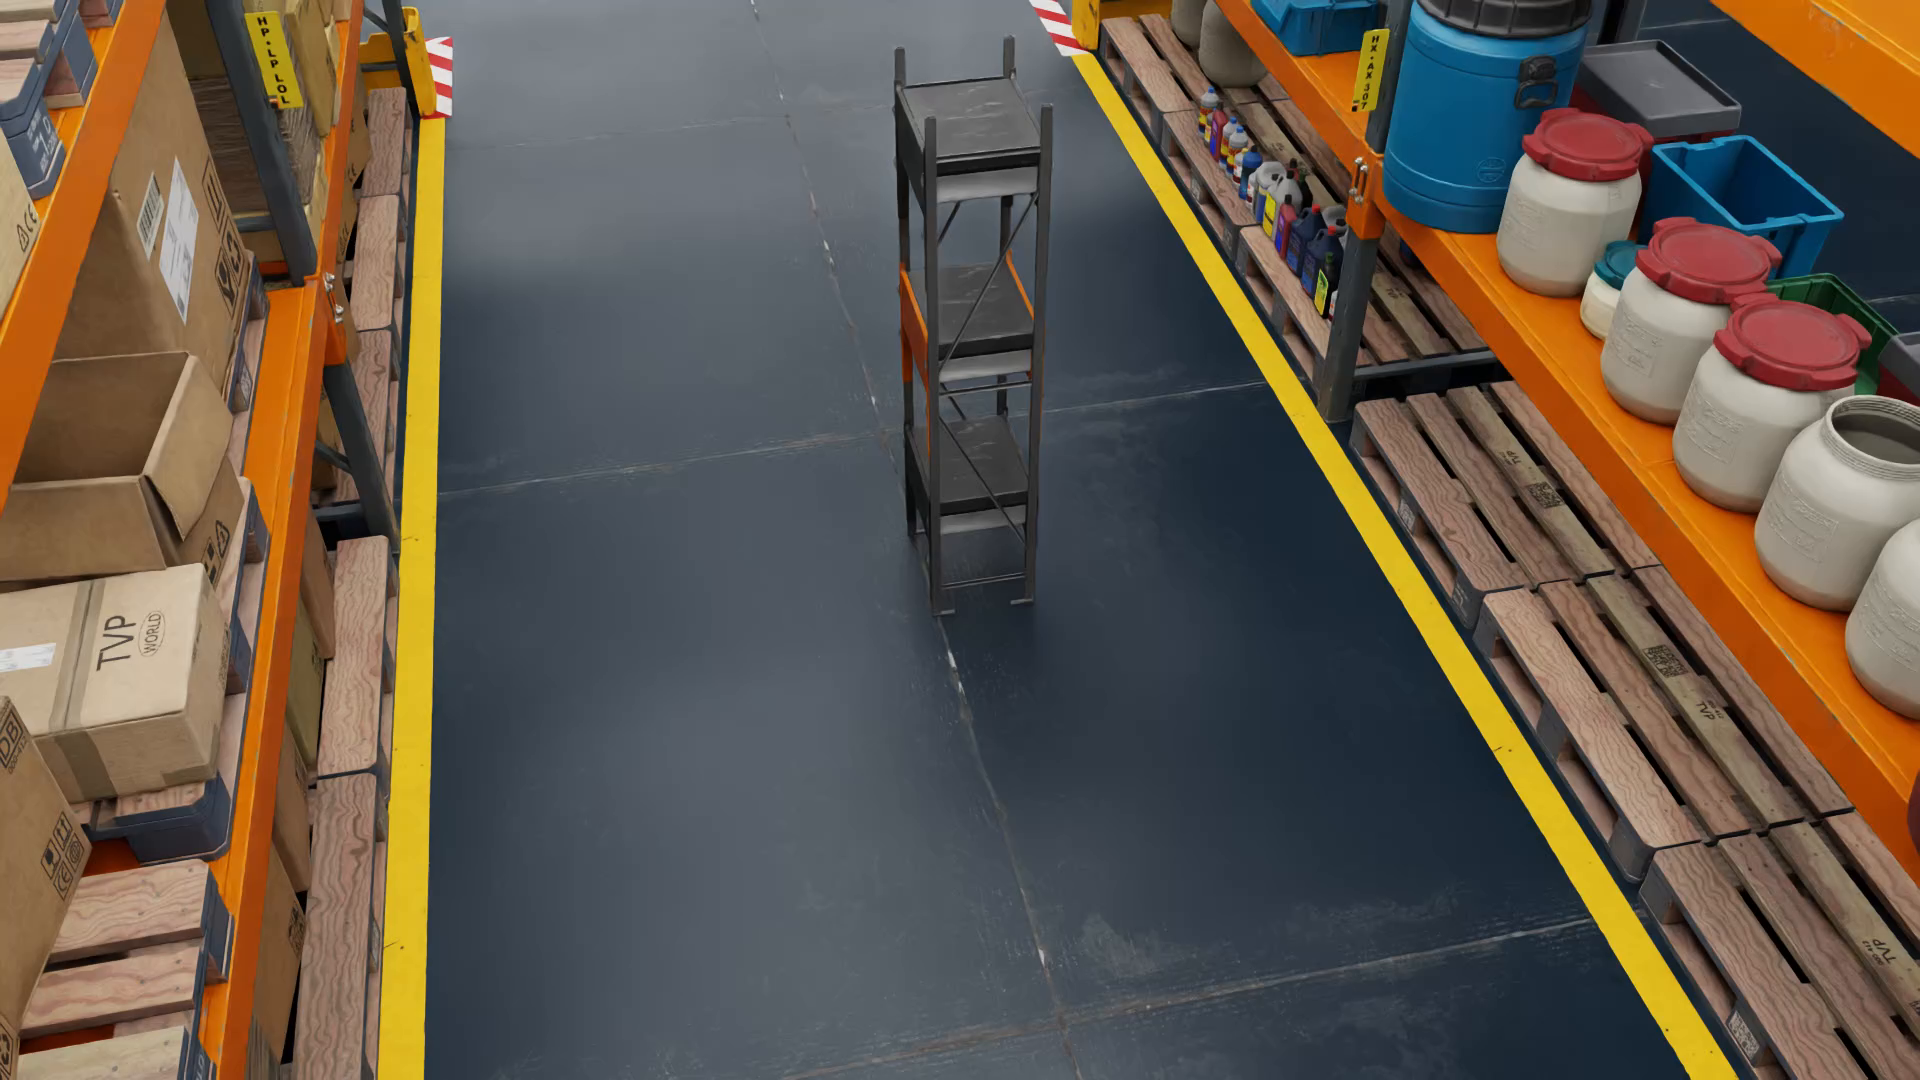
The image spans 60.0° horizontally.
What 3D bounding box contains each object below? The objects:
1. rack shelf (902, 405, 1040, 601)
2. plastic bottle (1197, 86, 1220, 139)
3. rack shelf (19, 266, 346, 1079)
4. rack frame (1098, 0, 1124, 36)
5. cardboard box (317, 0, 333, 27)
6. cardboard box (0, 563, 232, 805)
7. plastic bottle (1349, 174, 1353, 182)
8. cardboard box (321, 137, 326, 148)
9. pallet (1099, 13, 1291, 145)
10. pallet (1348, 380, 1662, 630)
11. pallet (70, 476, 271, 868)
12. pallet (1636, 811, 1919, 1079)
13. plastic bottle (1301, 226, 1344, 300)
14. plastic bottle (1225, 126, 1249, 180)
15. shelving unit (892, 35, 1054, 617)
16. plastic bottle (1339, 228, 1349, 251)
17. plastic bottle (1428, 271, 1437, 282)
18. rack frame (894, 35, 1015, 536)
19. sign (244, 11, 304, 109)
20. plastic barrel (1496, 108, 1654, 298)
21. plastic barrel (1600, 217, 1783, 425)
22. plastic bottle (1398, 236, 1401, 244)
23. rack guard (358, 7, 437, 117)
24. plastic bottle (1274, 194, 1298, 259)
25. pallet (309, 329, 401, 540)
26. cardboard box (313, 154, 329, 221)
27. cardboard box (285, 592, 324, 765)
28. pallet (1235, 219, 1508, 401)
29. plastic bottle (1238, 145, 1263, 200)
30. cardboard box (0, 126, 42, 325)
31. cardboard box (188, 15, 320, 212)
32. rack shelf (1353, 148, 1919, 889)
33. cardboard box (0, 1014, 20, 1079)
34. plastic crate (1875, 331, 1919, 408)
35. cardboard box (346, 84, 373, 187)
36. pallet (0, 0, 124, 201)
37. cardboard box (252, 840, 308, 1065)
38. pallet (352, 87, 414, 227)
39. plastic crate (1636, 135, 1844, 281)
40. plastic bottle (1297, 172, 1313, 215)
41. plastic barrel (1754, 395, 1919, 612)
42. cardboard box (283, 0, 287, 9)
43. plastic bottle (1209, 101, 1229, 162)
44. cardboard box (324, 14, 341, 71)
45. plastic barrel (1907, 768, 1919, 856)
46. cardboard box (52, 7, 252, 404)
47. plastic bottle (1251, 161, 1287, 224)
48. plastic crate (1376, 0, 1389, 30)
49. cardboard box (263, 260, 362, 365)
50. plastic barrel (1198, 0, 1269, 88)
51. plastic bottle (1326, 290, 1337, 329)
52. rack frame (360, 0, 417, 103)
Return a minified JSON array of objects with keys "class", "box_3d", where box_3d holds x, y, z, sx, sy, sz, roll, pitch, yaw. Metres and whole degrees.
[{"class":"rack shelf","box_3d":[0.036,-0.144,6.406,0.431,0.518,0.480,-8,42,-9]},{"class":"plastic bottle","box_3d":[1.311,-2.255,8.754,0.097,0.271,0.097,0,42,0]},{"class":"rack shelf","box_3d":[-2.317,0.538,4.427,1.077,0.370,4.000,-8,42,-9]},{"class":"rack frame","box_3d":[1.224,-4.330,9.369,1.000,3.000,0.127,-8,42,-9]},{"class":"cardboard box","box_3d":[-3.133,-2.446,6.947,0.875,0.500,0.500,-8,42,-9]},{"class":"cardboard box","box_3d":[-2.023,0.345,3.899,0.500,0.250,0.500,-9,42,-10]},{"class":"plastic bottle","box_3d":[2.037,-1.911,8.420,0.097,0.201,0.097,0,42,0]},{"class":"cardboard box","box_3d":[-2.687,-1.599,6.481,0.380,0.149,0.250,-8,42,-9]},{"class":"pallet","box_3d":[1.456,-2.718,9.653,1.003,0.211,1.213,-8,42,-9]},{"class":"pallet","box_3d":[2.295,-0.191,6.806,1.003,0.211,1.213,-8,42,-9]},{"class":"pallet","box_3d":[-2.353,0.359,4.230,1.003,0.211,1.213,-8,42,-9]},{"class":"pallet","box_3d":[2.821,1.390,5.025,1.003,0.211,1.213,-8,42,-9]},{"class":"plastic bottle","box_3d":[1.667,-1.288,7.605,0.144,0.351,0.185,-9,42,-10]},{"class":"plastic bottle","box_3d":[1.406,-1.968,8.431,0.097,0.271,0.097,0,42,0]},{"class":"shelving unit","box_3d":[0.036,-0.678,5.932,0.431,2.100,0.503,-8,42,-9]},{"class":"plastic bottle","box_3d":[1.808,-1.308,7.628,0.144,0.351,0.185,-8,42,-9]},{"class":"plastic bottle","box_3d":[2.246,-1.346,7.721,0.061,0.283,0.133,-8,42,-9]},{"class":"rack frame","box_3d":[-0.017,-0.836,6.110,0.400,2.100,0.015,-8,42,-9]},{"class":"sign","box_3d":[-2.208,-1.543,5.356,0.100,0.325,0.005,-8,42,-9]},{"class":"plastic barrel","box_3d":[2.080,-1.137,5.669,0.433,0.535,0.433,0,42,0]},{"class":"plastic barrel","box_3d":[2.238,-0.661,5.133,0.433,0.535,0.433,0,42,0]},{"class":"plastic bottle","box_3d":[2.169,-1.541,7.950,0.097,0.271,0.097,0,42,0]},{"class":"rack guard","box_3d":[-3.596,-2.637,9.344,1.175,0.500,0.348,-8,42,-9]},{"class":"plastic bottle","box_3d":[1.549,-1.486,7.880,0.061,0.283,0.133,-6,42,-6]},{"class":"pallet","box_3d":[-2.928,-0.415,7.059,1.003,0.211,1.213,-8,42,-9]},{"class":"cardboard box","box_3d":[-2.543,-1.280,6.122,0.380,0.149,0.250,-8,42,-9]},{"class":"cardboard box","box_3d":[-2.553,0.455,5.529,0.700,0.500,0.500,-9,42,-10]},{"class":"pallet","box_3d":[1.983,-1.136,7.871,1.003,0.211,1.213,-8,42,-9]},{"class":"plastic bottle","box_3d":[1.450,-1.836,8.283,0.097,0.271,0.097,0,42,0]},{"class":"cardboard box","box_3d":[-1.969,-0.507,2.915,0.500,0.250,0.500,-7,42,-8]},{"class":"cardboard box","box_3d":[-2.786,-1.477,5.855,0.875,0.500,0.500,-8,42,-9]},{"class":"rack shelf","box_3d":[2.519,-0.172,5.226,1.077,0.370,4.000,-8,42,-9]},{"class":"cardboard box","box_3d":[-2.041,1.026,2.943,0.500,0.500,0.500,-13,43,-15]},{"class":"plastic crate","box_3d":[2.901,-0.260,4.735,0.402,0.464,0.583,-8,42,-9]},{"class":"cardboard box","box_3d":[-3.331,-2.053,8.370,0.500,0.500,0.500,2,42,2]},{"class":"pallet","box_3d":[-2.493,-0.992,3.490,1.213,0.211,1.003,-8,42,-9]},{"class":"cardboard box","box_3d":[-2.311,1.180,4.713,0.700,0.500,0.500,-5,42,-6]},{"class":"pallet","box_3d":[-3.455,-1.997,8.841,1.003,0.211,1.213,-8,42,-9]},{"class":"plastic crate","box_3d":[2.629,-1.061,5.698,0.392,0.384,0.575,-8,42,-9]},{"class":"plastic bottle","box_3d":[1.650,-1.628,8.039,0.061,0.283,0.133,-8,42,-9]},{"class":"plastic barrel","box_3d":[2.429,-0.096,4.514,0.421,0.512,0.421,0,42,0]},{"class":"cardboard box","box_3d":[-2.707,-2.202,5.919,0.500,0.500,0.500,-8,42,-9]},{"class":"plastic bottle","box_3d":[1.342,-2.110,8.582,0.061,0.283,0.133,-8,42,-9]},{"class":"cardboard box","box_3d":[-2.839,-2.087,7.031,0.380,0.149,0.250,-8,42,-9]},{"class":"plastic barrel","box_3d":[2.555,0.547,3.772,0.600,0.536,0.708,-8,42,-9]},{"class":"cardboard box","box_3d":[-2.714,-0.874,4.707,1.000,1.000,1.000,-8,42,-9]},{"class":"plastic bottle","box_3d":[1.524,-1.699,8.125,0.152,0.276,0.135,-8,42,-8]},{"class":"plastic crate","box_3d":[2.098,-2.072,6.871,0.767,0.338,0.504,-8,42,-9]},{"class":"cardboard box","box_3d":[-2.927,-0.885,7.054,0.500,0.500,0.500,4,42,4]},{"class":"plastic barrel","box_3d":[1.549,-2.817,9.221,0.421,0.512,0.421,0,42,0]},{"class":"plastic bottle","box_3d":[1.705,-1.046,7.446,0.097,0.201,0.097,0,42,0]},{"class":"rack frame","box_3d":[-3.612,-3.621,8.569,1.000,3.000,0.127,-8,42,-9]}]
